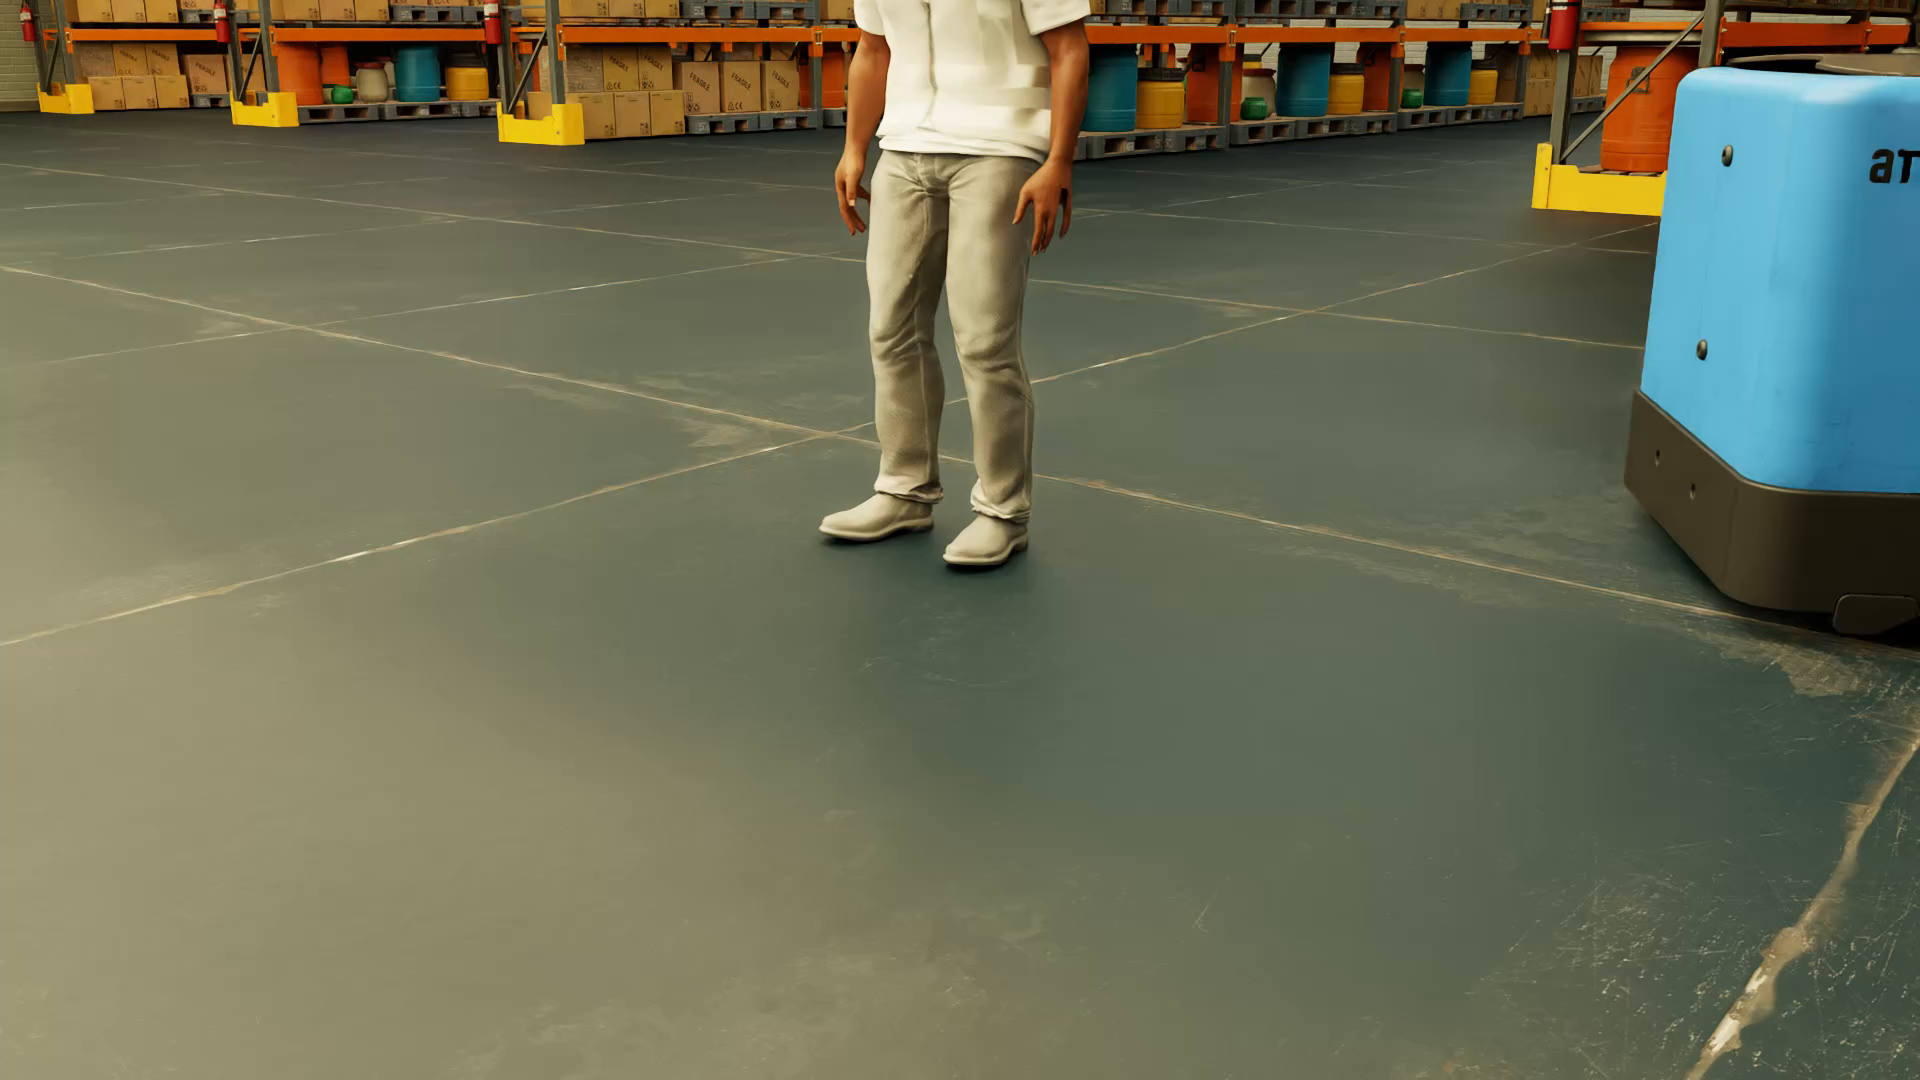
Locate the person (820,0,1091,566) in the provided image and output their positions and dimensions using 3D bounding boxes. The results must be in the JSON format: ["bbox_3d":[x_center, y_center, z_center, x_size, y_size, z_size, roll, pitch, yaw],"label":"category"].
[{"bbox_3d":[-0.019,-0.830,3.652,0.626,1.760,0.460,13,21,36],"label":"person"}]

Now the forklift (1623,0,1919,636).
[{"bbox_3d":[3.092,-1.284,3.127,3.031,2.935,1.130,2,17,8],"label":"forklift"}]
